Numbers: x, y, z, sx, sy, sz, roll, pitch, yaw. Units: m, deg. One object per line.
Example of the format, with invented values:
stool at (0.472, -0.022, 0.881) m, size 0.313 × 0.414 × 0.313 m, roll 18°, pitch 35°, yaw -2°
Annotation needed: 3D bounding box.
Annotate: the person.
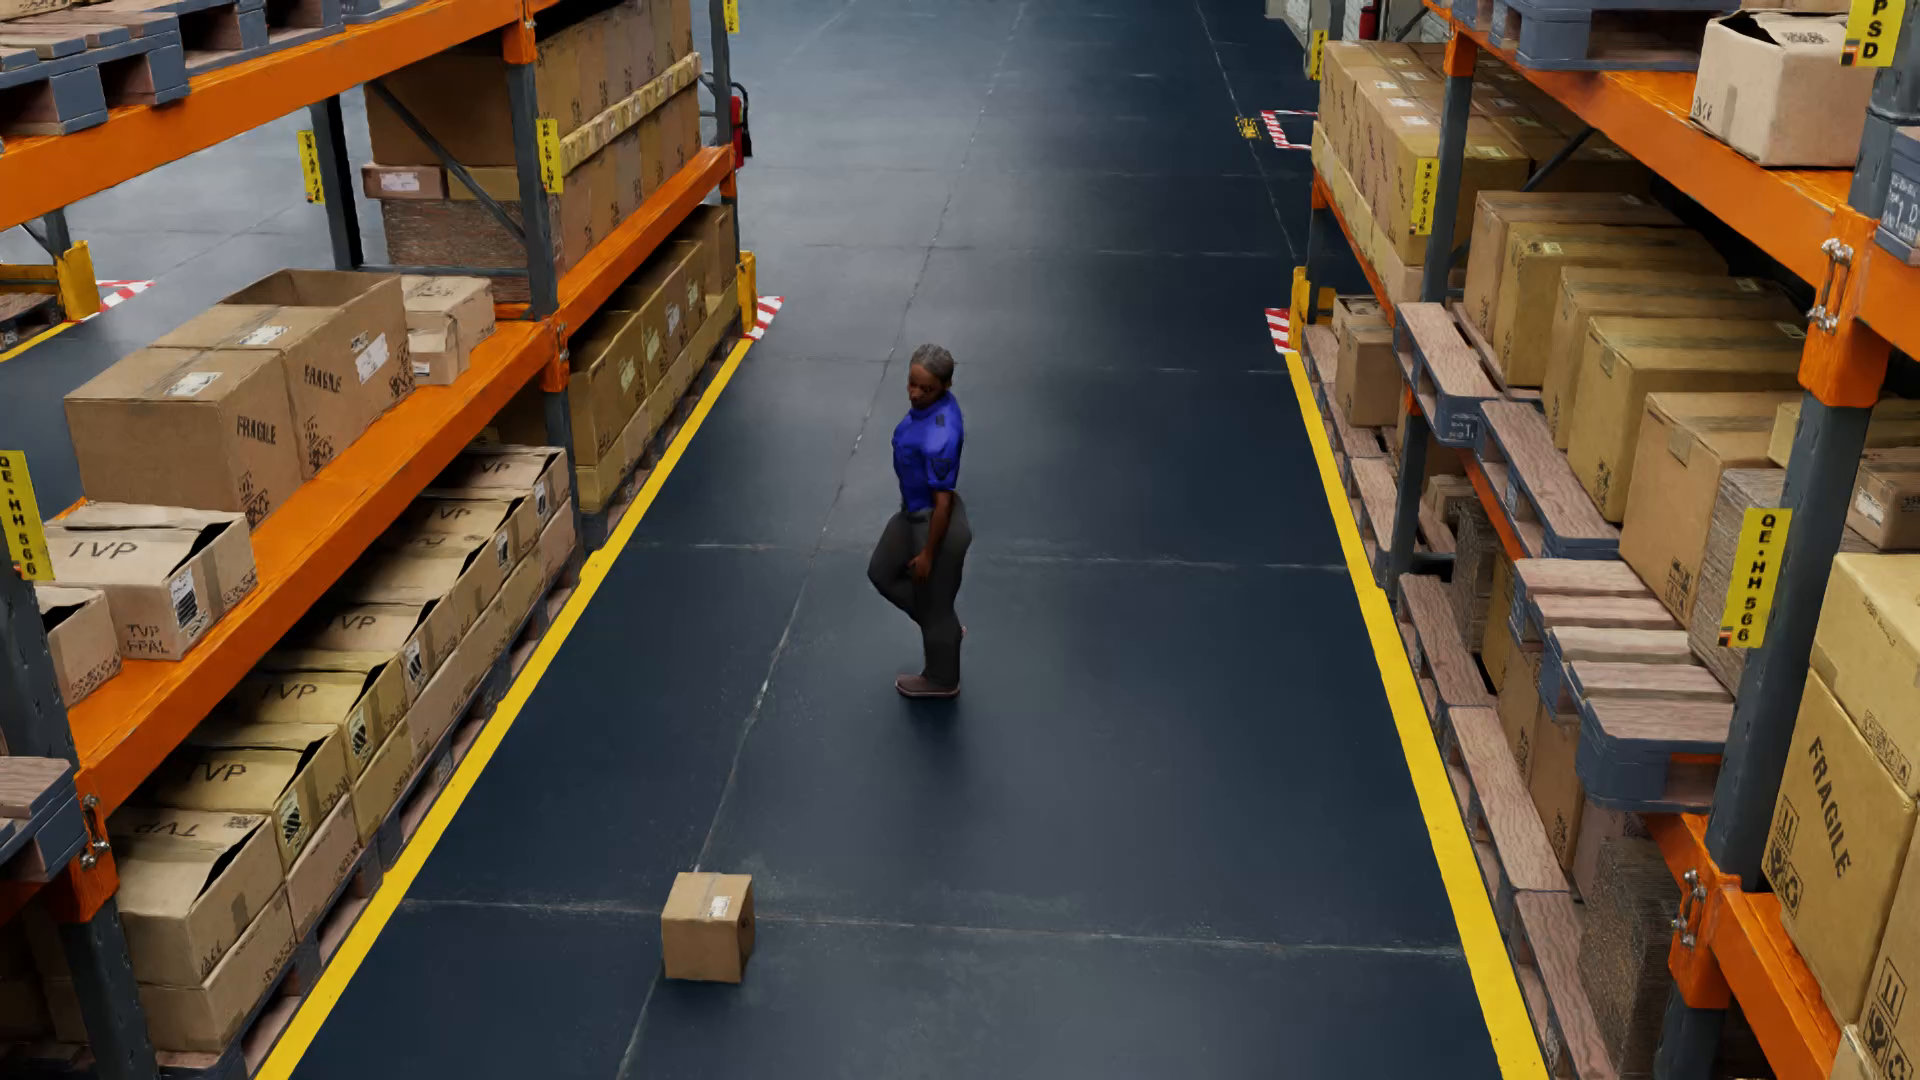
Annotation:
person at (-0.171, -0.057, 6.718) m, size 0.427 × 1.650 × 0.663 m, roll -1°, pitch 25°, yaw -2°
